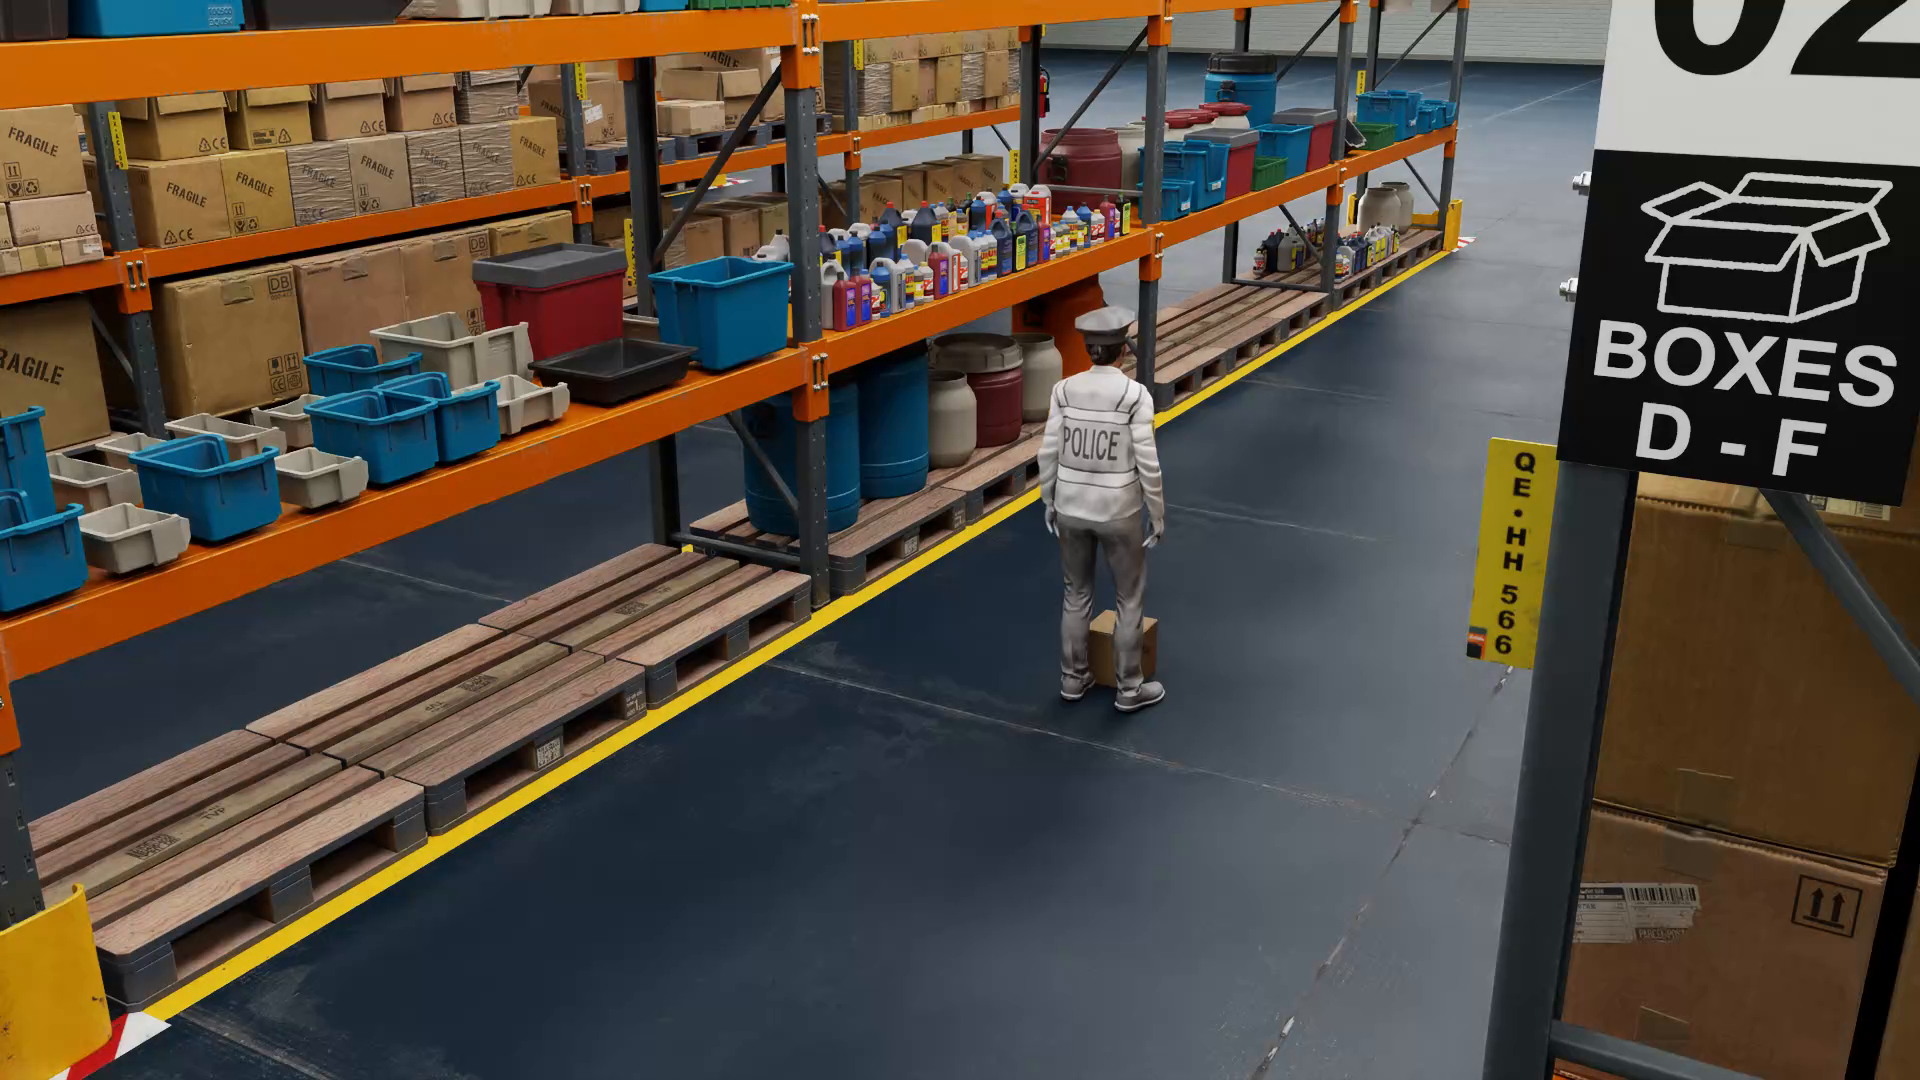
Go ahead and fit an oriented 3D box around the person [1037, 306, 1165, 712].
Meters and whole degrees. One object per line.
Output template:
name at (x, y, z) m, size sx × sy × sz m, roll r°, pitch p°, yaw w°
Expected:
person at (0.585, -0.113, 6.877) m, size 0.547 × 1.667 × 0.369 m, roll 9°, pitch 22°, yaw 25°
